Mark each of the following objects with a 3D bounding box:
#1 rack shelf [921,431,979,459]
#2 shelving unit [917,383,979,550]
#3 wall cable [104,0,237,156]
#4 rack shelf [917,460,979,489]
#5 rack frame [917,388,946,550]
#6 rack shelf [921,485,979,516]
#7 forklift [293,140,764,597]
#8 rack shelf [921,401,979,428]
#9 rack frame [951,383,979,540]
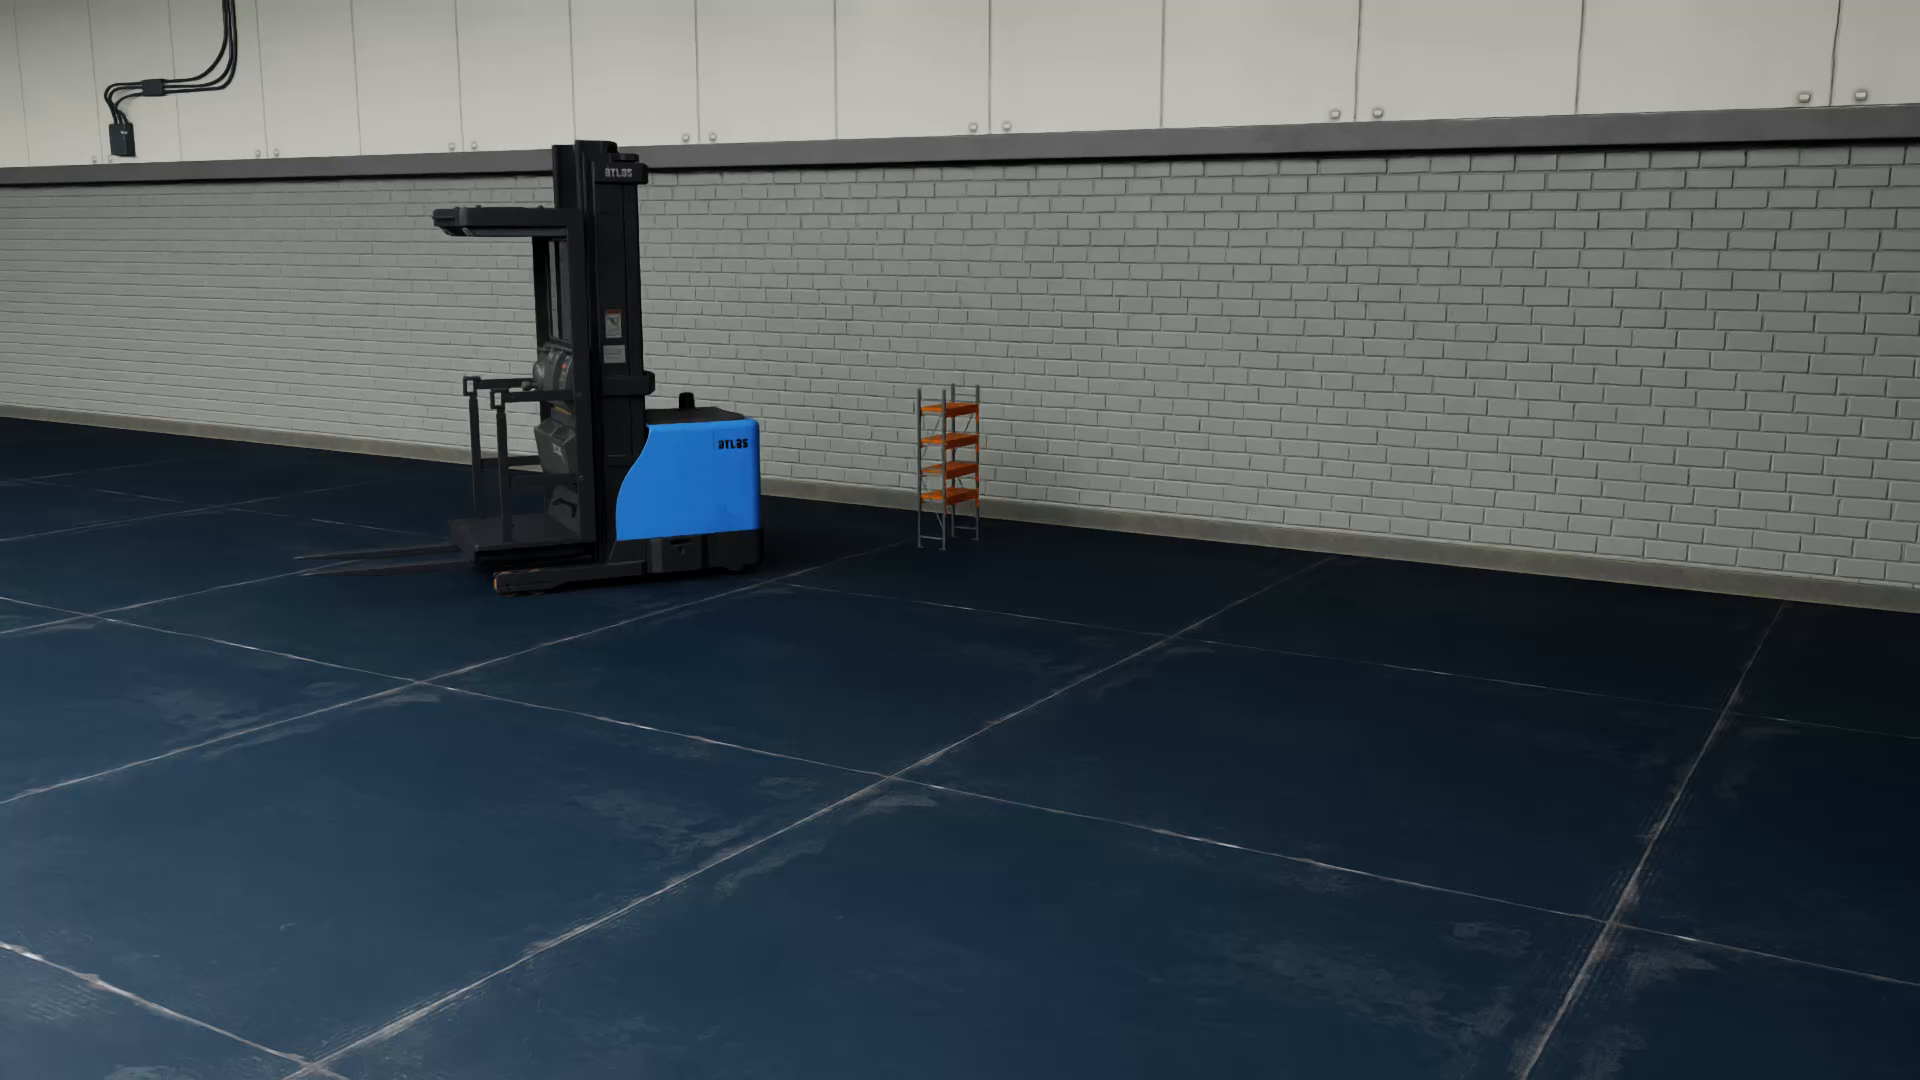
[{"bbox_3d":[-0.086,-0.717,12.590,0.258,0.148,0.480,6,12,31],"label":"rack shelf"},{"bbox_3d":[-0.086,-0.564,12.619,0.258,1.200,0.503,6,12,31],"label":"shelving unit"},{"bbox_3d":[-8.770,-7.275,18.034,2.305,6.003,0.169,6,12,31],"label":"wall cable"},{"bbox_3d":[-0.086,-0.498,12.632,0.258,0.148,0.480,6,12,31],"label":"rack shelf"},{"bbox_3d":[-0.213,-0.525,12.414,0.240,1.200,0.015,6,12,31],"label":"rack frame"},{"bbox_3d":[-0.086,-0.302,12.668,0.258,0.148,0.480,6,12,31],"label":"rack shelf"},{"bbox_3d":[-2.931,-1.177,11.192,3.031,2.935,1.130,-5,12,-26],"label":"forklift"},{"bbox_3d":[-0.086,-0.950,12.547,0.258,0.148,0.480,6,12,31],"label":"rack shelf"},{"bbox_3d":[0.041,-0.602,12.824,0.240,1.200,0.015,6,12,31],"label":"rack frame"}]
